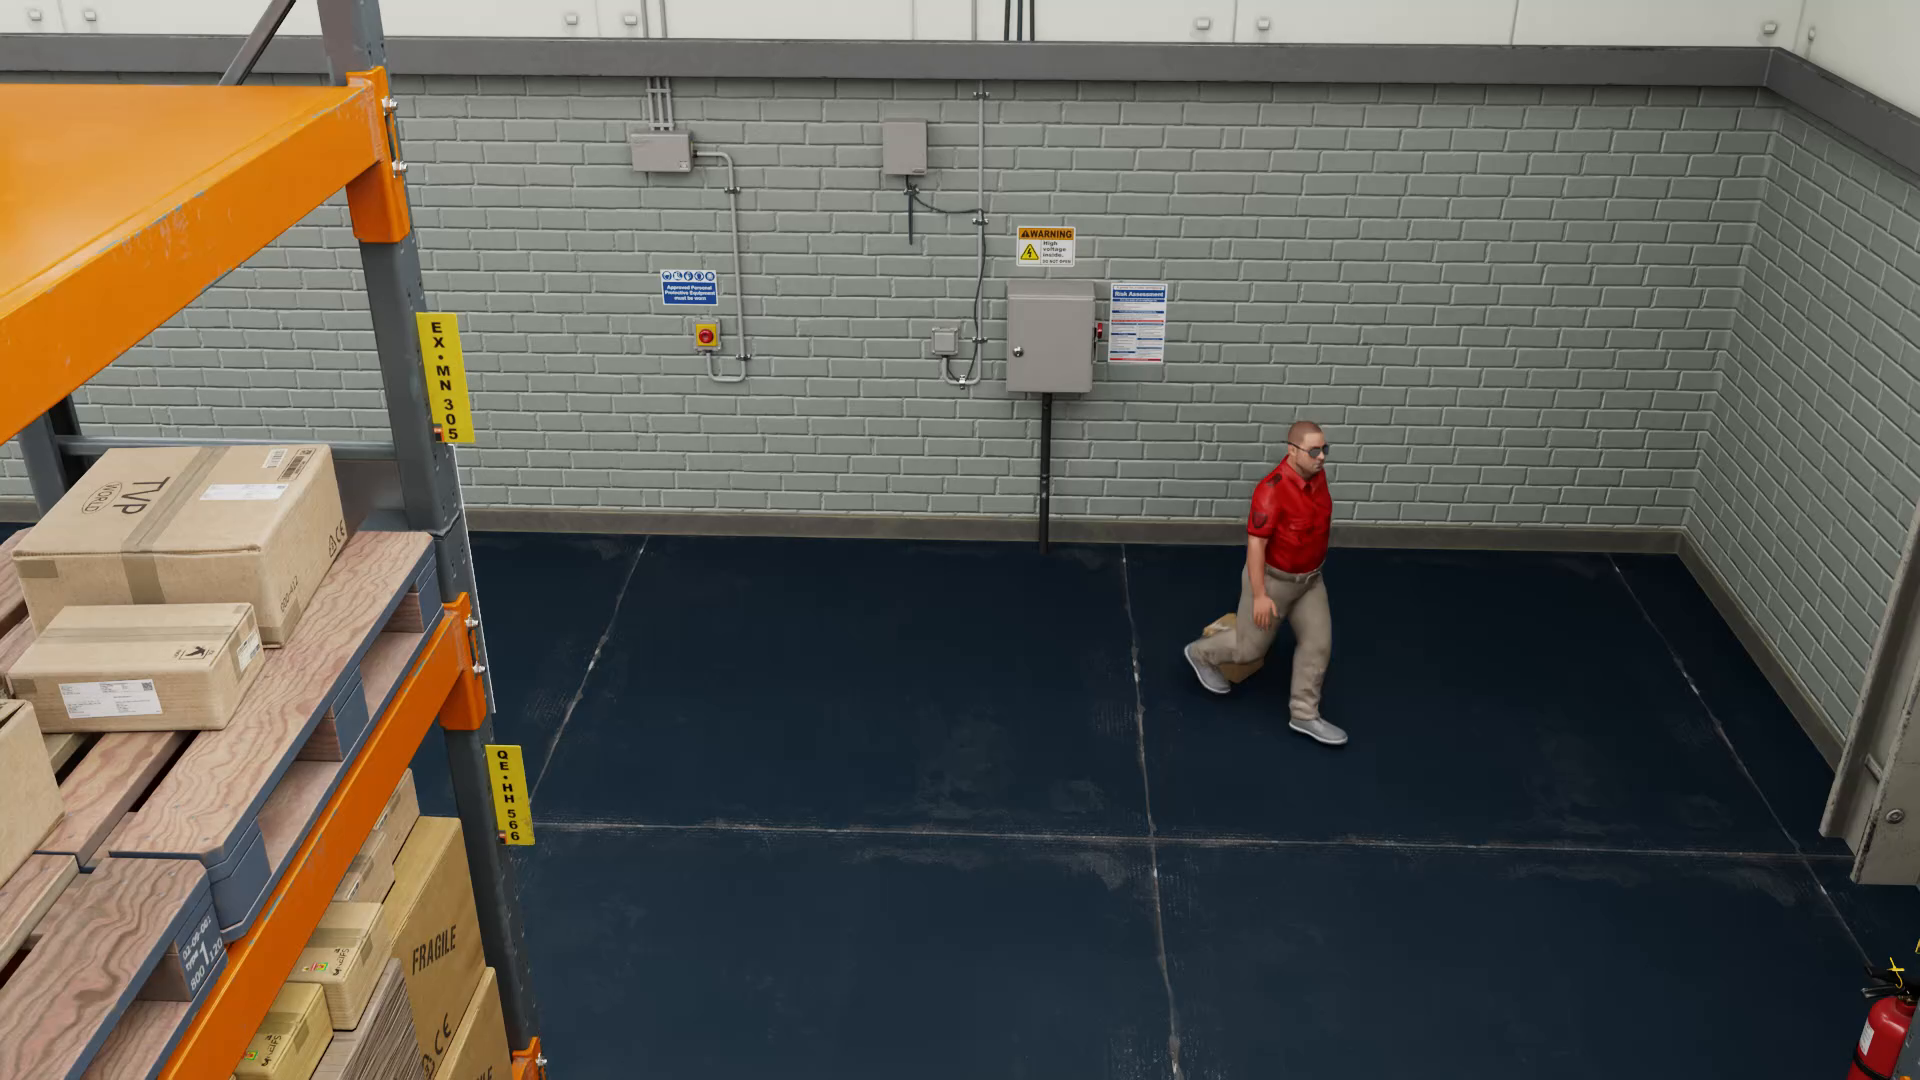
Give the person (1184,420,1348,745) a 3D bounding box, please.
[{"bbox_3d":[1.568,0.171,8.309,0.550,1.684,0.963,-21,35,-35],"label":"person"}]
